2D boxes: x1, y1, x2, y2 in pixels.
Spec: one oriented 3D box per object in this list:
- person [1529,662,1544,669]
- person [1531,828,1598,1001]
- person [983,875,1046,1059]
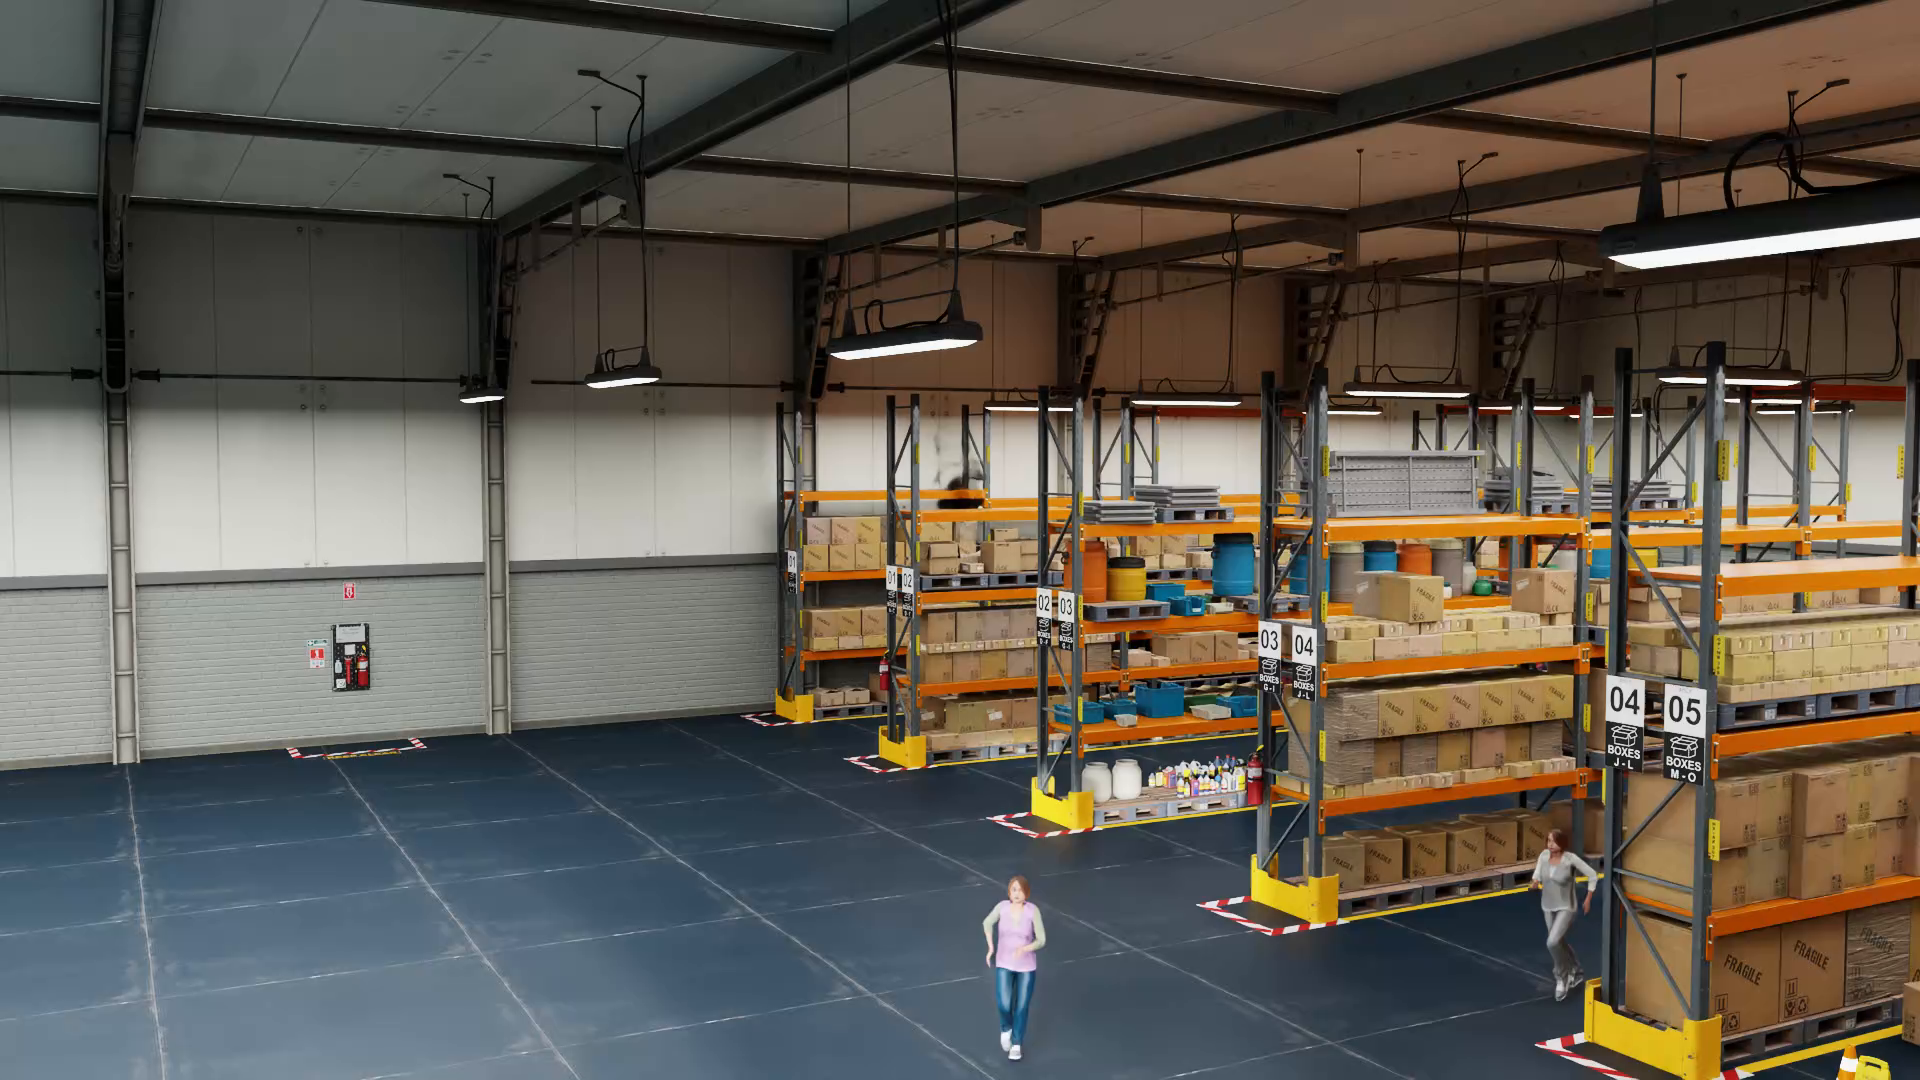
[{"bbox_3d":[10.699,2.613,30.790,0.888,1.649,0.665,-3,4,-42],"label":"person"},{"bbox_3d":[5.640,3.491,15.626,0.721,1.583,0.549,-2,4,-36],"label":"person"},{"bbox_3d":[0.452,3.588,13.899,0.533,1.562,0.552,0,3,3],"label":"person"}]
